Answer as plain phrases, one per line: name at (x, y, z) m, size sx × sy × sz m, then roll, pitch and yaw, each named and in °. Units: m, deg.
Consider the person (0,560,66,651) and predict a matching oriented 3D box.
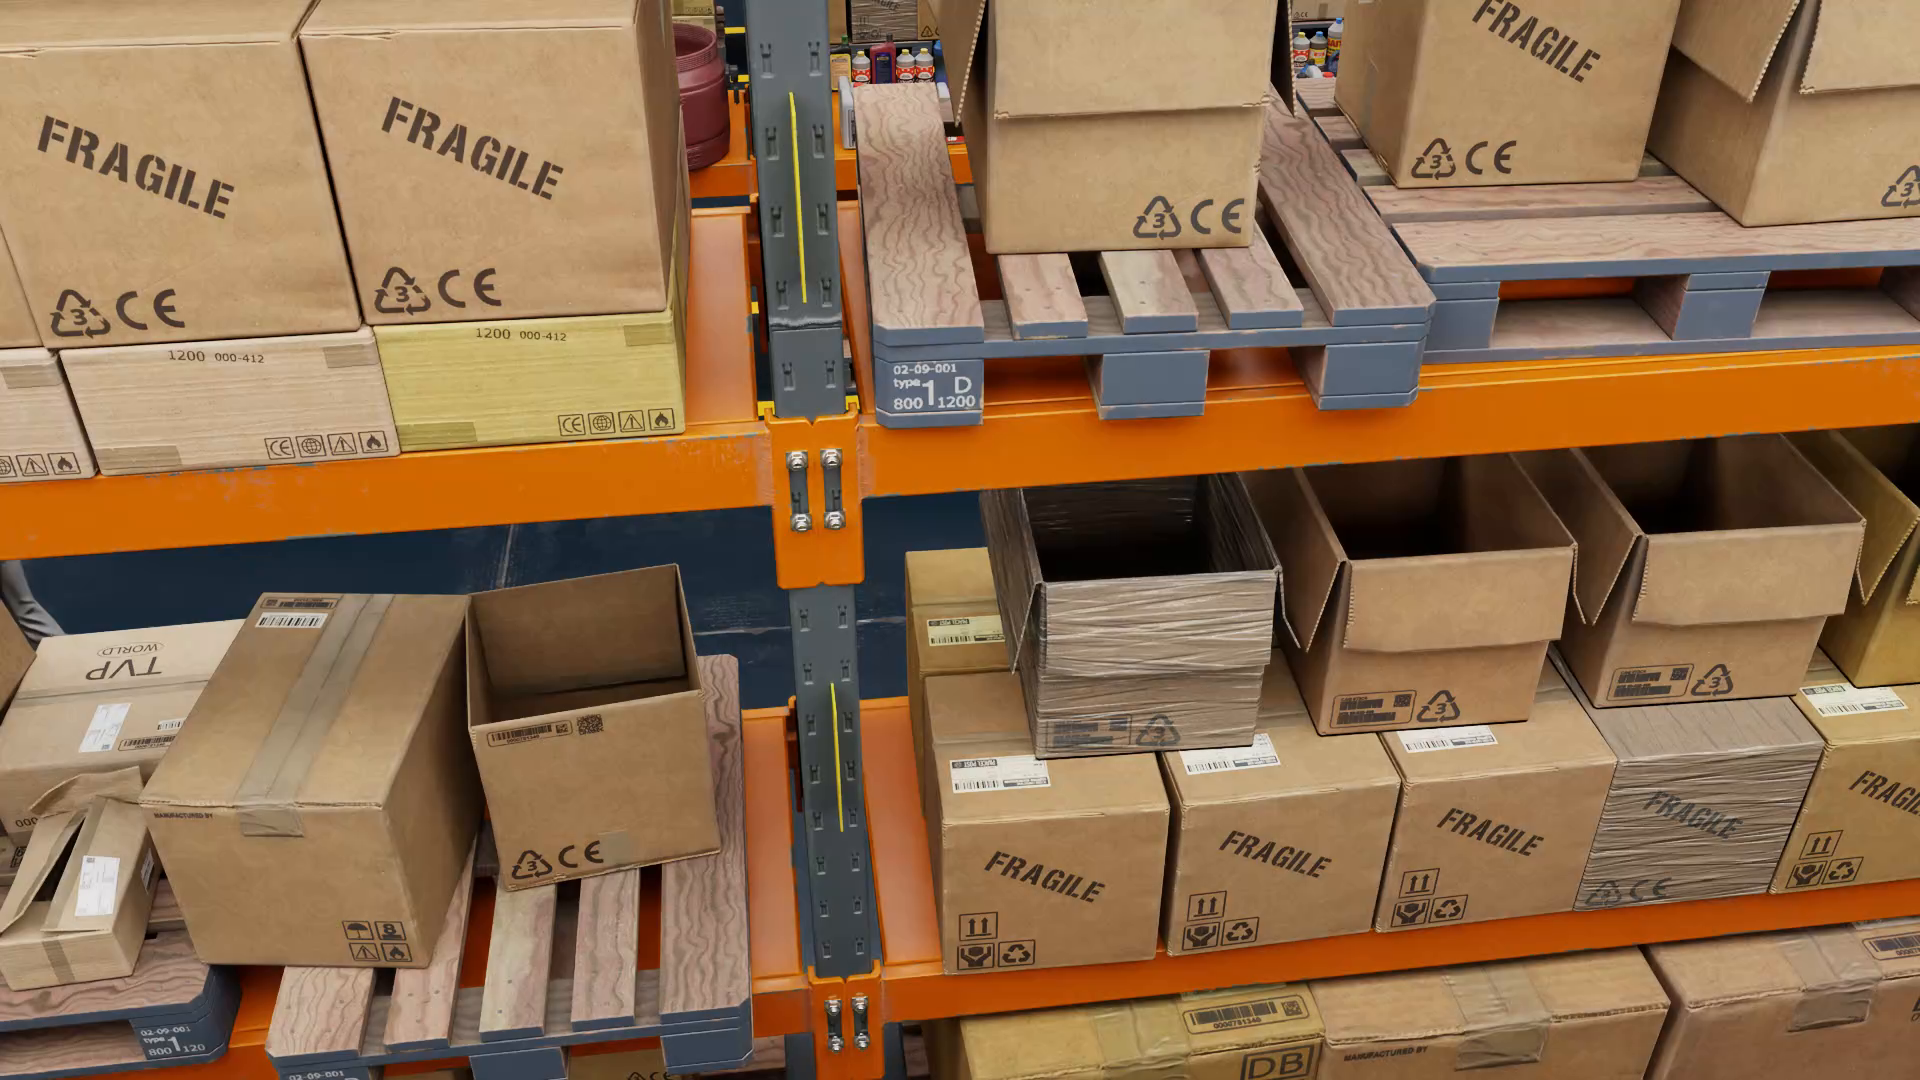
person at (-3.743, 0.022, 6.115) m, size 0.690 × 1.743 × 0.484 m, roll 3°, pitch 35°, yaw 4°
